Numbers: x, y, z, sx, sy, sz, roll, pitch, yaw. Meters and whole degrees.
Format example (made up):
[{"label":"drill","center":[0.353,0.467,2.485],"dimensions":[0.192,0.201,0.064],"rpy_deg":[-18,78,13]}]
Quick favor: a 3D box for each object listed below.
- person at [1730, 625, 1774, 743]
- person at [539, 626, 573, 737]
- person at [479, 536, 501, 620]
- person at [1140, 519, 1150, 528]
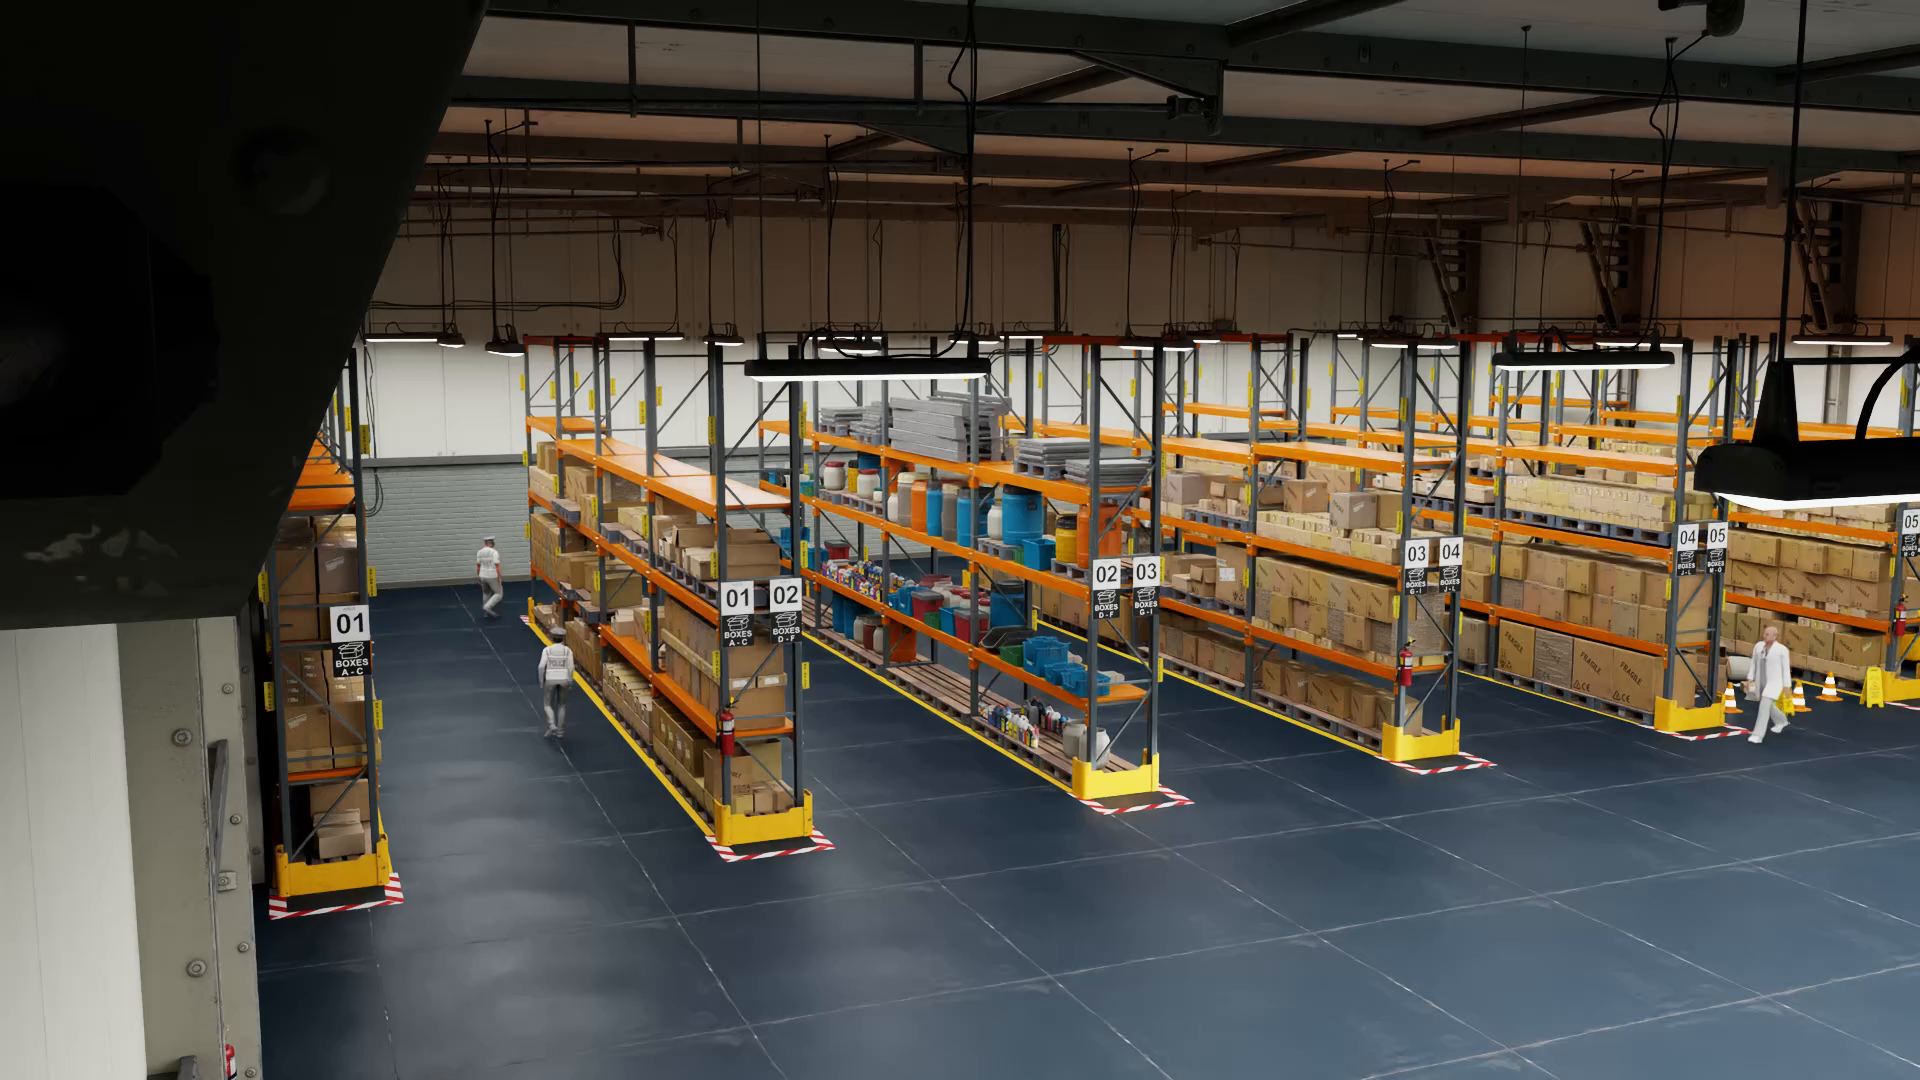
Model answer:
[{"label":"person","center":[11.818,2.159,24.780],"dimensions":[0.488,1.805,0.563],"rpy_deg":[-5,9,-31]},{"label":"person","center":[-6.152,2.170,25.231],"dimensions":[0.606,1.733,0.332],"rpy_deg":[1,8,9]},{"label":"person","center":[-9.950,0.822,35.213],"dimensions":[0.407,1.849,0.591],"rpy_deg":[-6,10,-40]},{"label":"person","center":[4.639,-0.057,41.958],"dimensions":[0.535,1.671,0.823],"rpy_deg":[4,9,30]}]
